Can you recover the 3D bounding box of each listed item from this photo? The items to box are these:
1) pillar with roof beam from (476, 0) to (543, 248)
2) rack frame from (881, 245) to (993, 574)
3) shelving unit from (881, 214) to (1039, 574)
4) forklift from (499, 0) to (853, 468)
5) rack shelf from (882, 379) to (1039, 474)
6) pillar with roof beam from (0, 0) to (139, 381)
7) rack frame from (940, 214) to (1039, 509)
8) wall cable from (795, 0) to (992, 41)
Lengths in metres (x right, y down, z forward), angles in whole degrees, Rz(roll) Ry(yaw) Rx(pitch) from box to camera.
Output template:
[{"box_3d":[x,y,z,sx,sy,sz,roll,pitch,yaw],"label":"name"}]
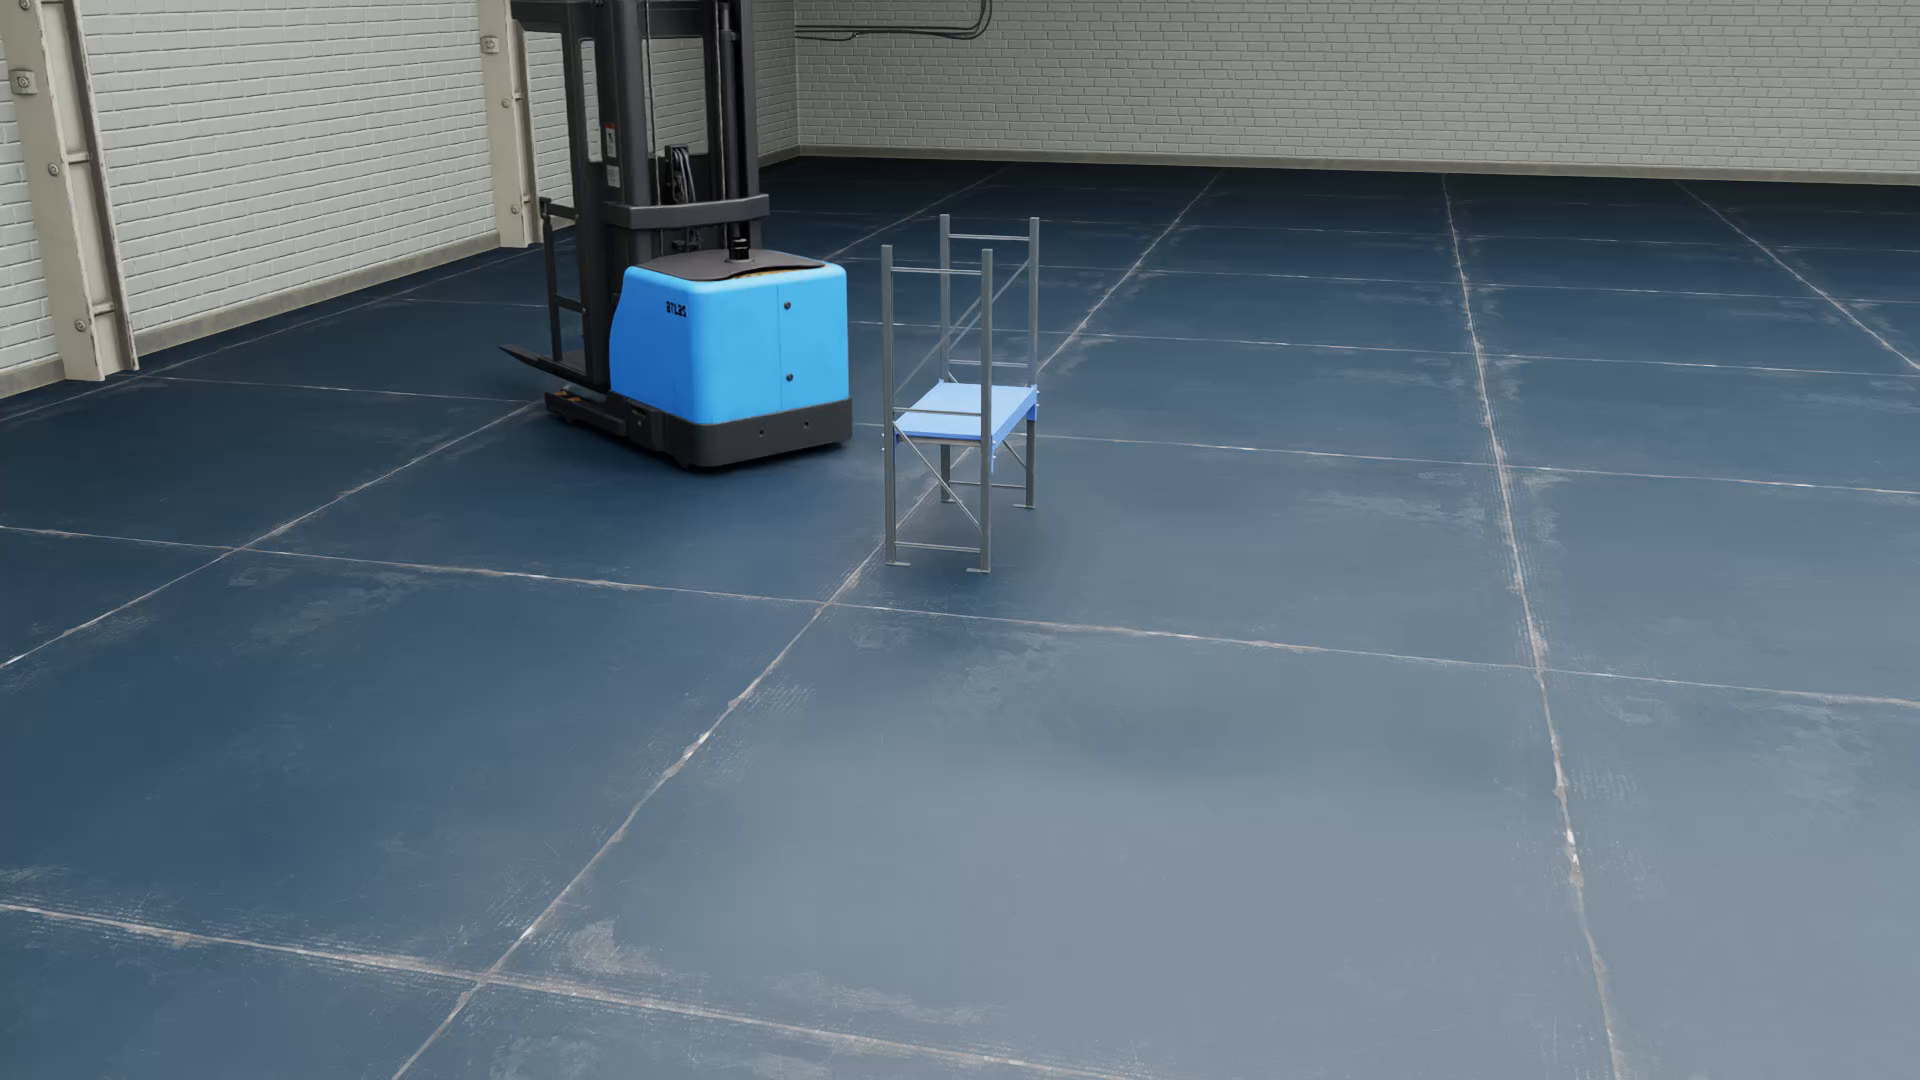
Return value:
[{"box_3d":[-0.338,-6.957,14.635,9.100,9.000,0.400,5,19,13],"label":"pillar with roof beam"},{"box_3d":[-0.103,-0.577,7.557,0.500,1.500,0.032,5,19,13],"label":"rack frame"},{"box_3d":[0.021,-0.736,8.023,0.538,1.500,1.048,5,19,13],"label":"shelving unit"},{"box_3d":[-1.946,-2.193,10.074,1.130,2.935,3.031,-15,24,-37],"label":"forklift"},{"box_3d":[0.021,-0.566,8.082,0.538,0.185,1.000,5,19,13],"label":"rack shelf"},{"box_3d":[-1.804,-5.077,9.129,9.100,9.000,0.400,5,19,13],"label":"pillar with roof beam"},{"box_3d":[0.145,-0.896,8.490,0.500,1.500,0.032,5,19,13],"label":"rack frame"},{"box_3d":[-1.044,-8.527,24.035,3.097,2.526,0.112,5,19,13],"label":"wall cable"}]
